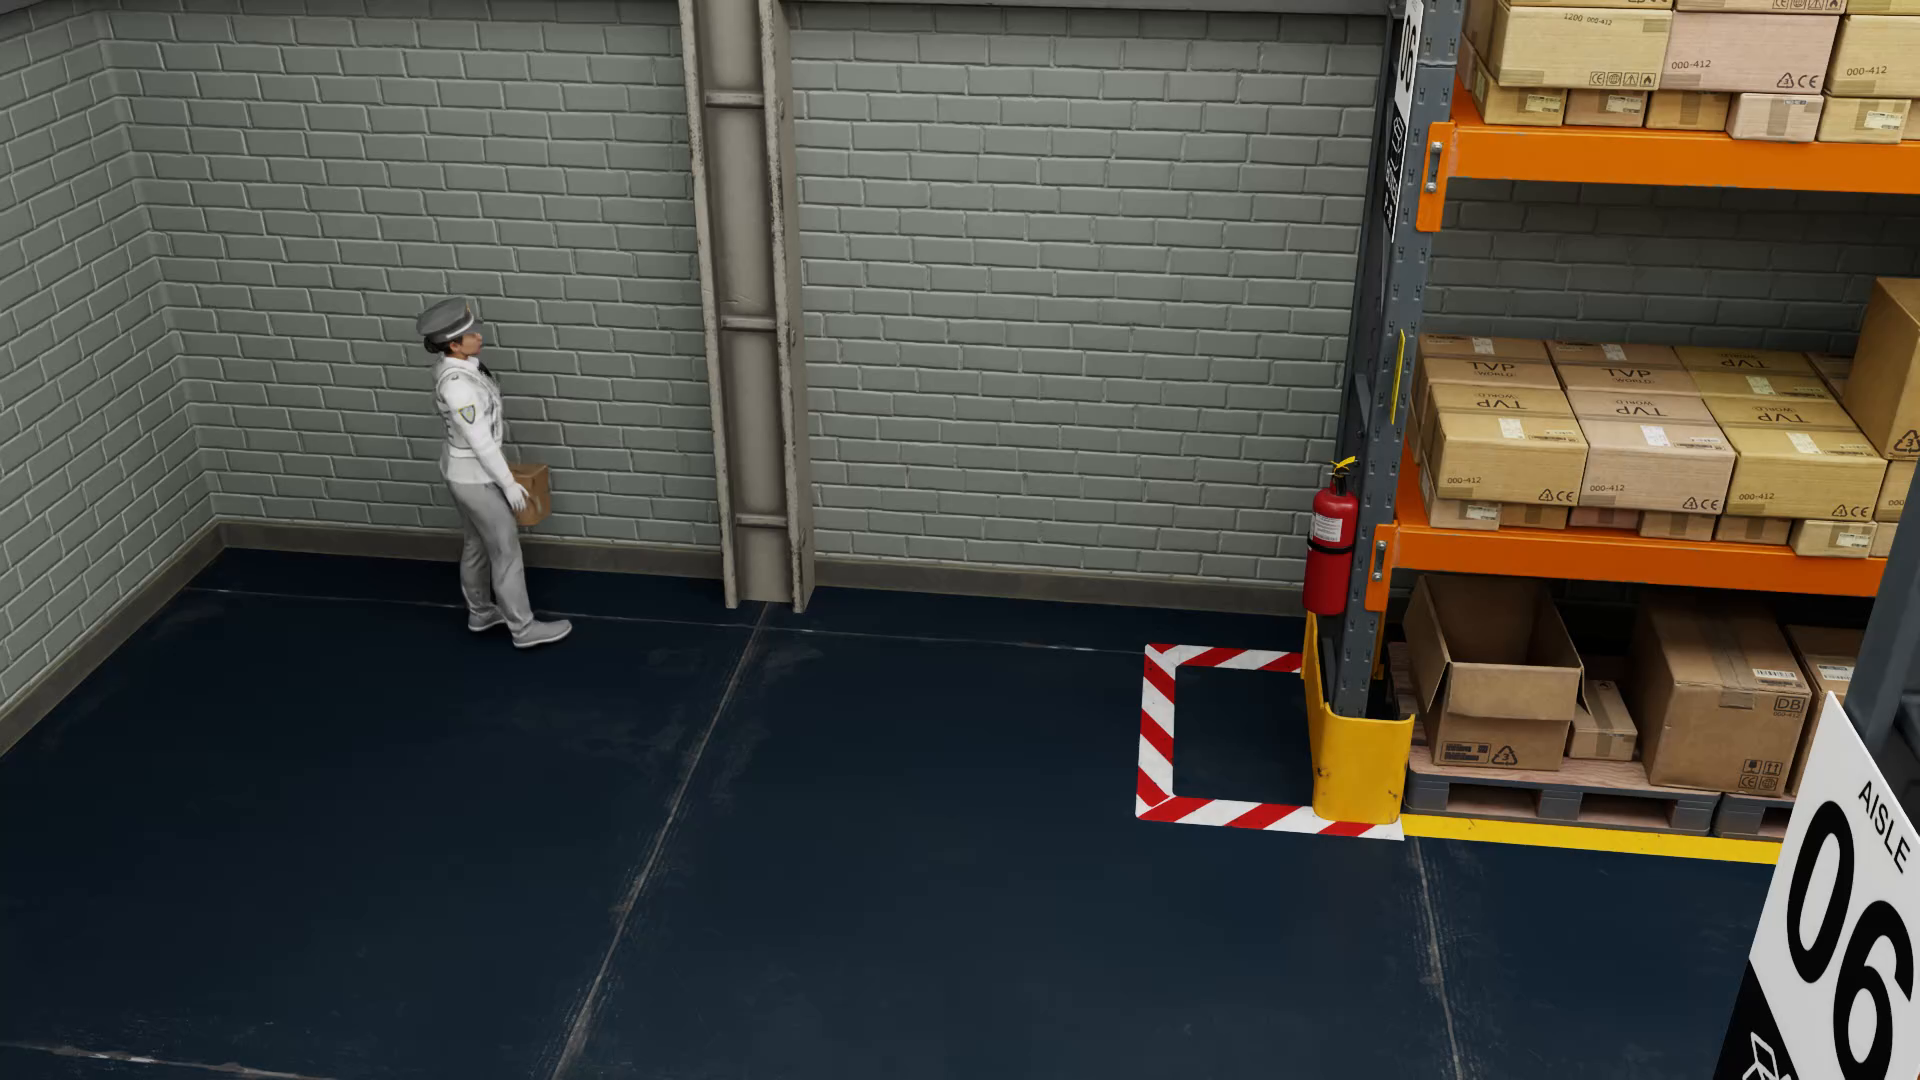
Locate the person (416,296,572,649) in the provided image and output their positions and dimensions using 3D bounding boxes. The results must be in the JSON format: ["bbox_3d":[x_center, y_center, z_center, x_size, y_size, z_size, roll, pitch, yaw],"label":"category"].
[{"bbox_3d":[-2.128,-0.308,7.617,0.476,1.696,0.512,-11,30,-19],"label":"person"}]
